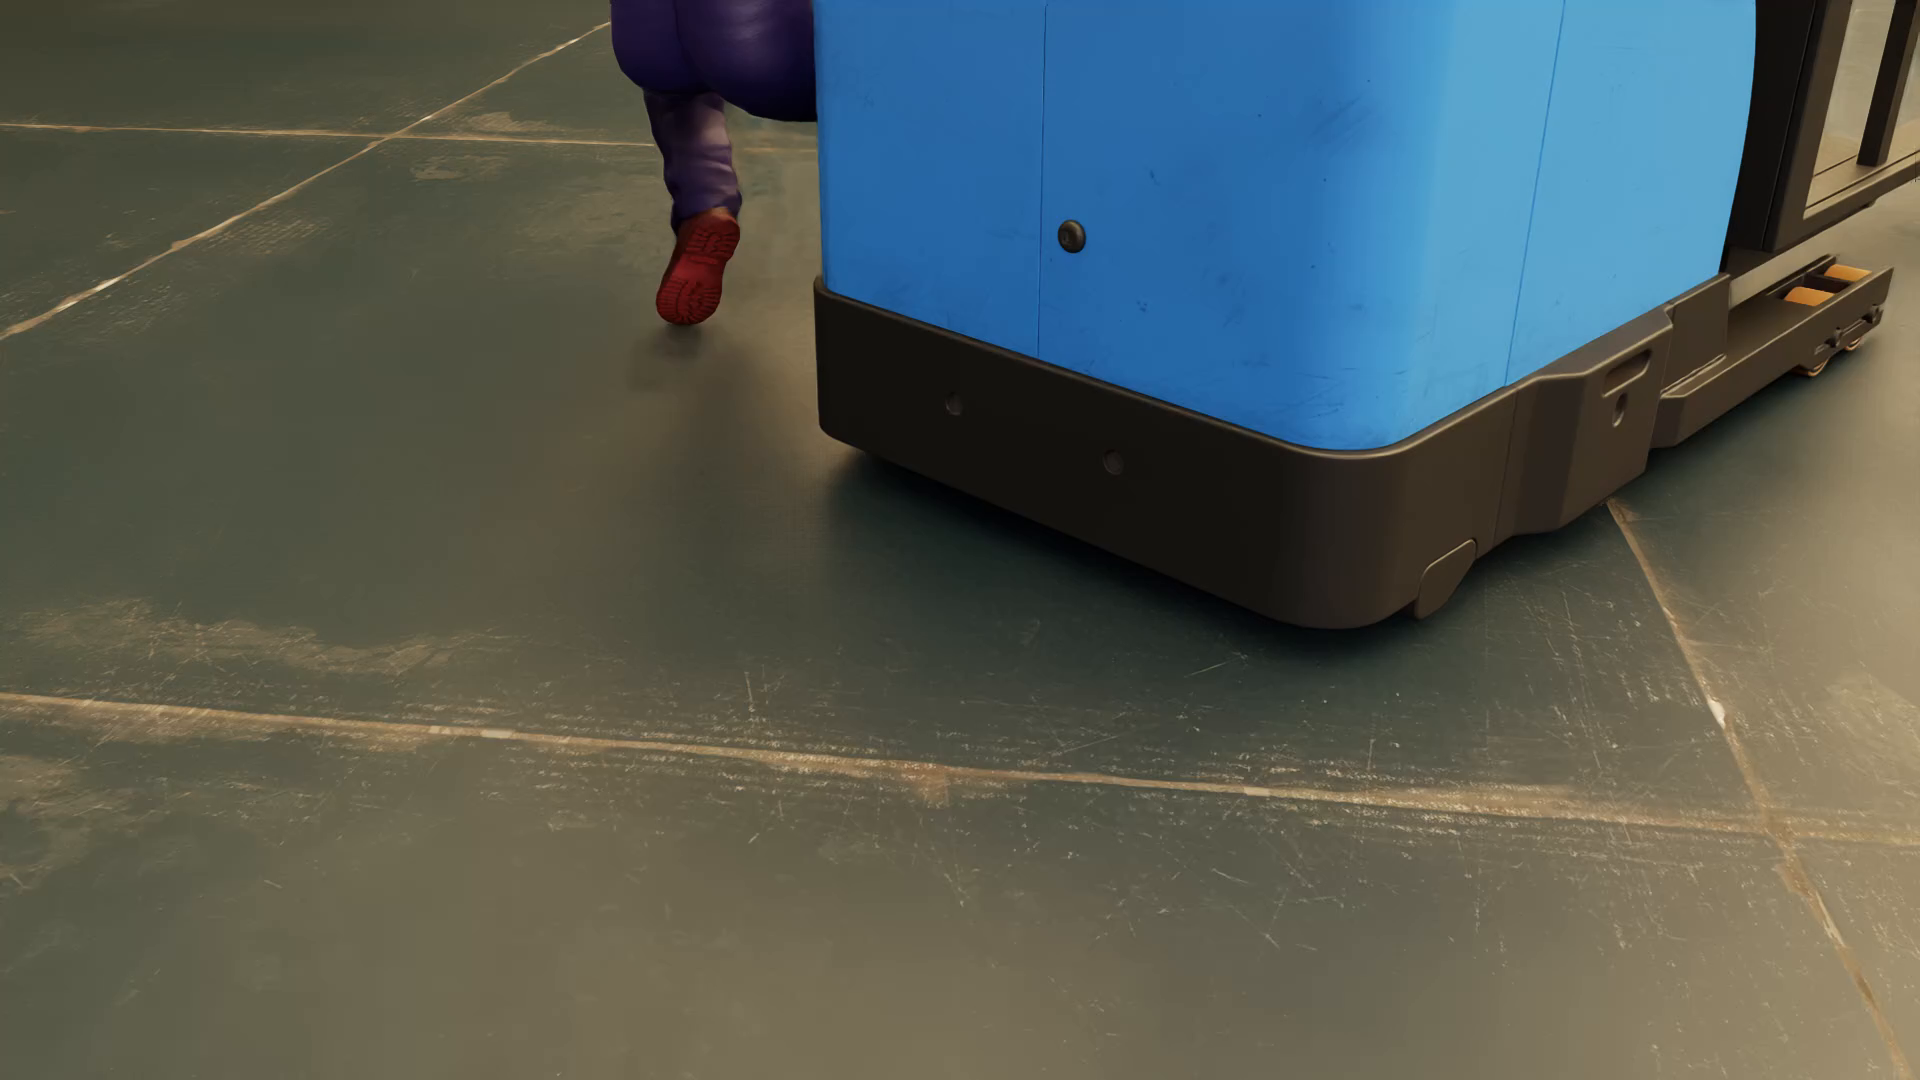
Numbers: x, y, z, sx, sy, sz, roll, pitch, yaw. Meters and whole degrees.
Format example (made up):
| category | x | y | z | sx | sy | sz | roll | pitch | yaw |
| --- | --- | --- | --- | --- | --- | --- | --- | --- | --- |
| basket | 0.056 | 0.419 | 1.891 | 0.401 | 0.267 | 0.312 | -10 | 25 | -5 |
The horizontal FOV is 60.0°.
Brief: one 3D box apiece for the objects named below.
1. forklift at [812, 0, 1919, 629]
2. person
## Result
| category | x | y | z | sx | sy | sz | roll | pitch | yaw |
| --- | --- | --- | --- | --- | --- | --- | --- | --- | --- |
| forklift | 1.160 | -1.759 | 2.744 | 1.130 | 2.935 | 3.031 | 24 | 35 | 39 |
| person | -0.259 | -1.025 | 2.976 | 0.959 | 1.410 | 0.722 | 14 | 30 | 26 |
